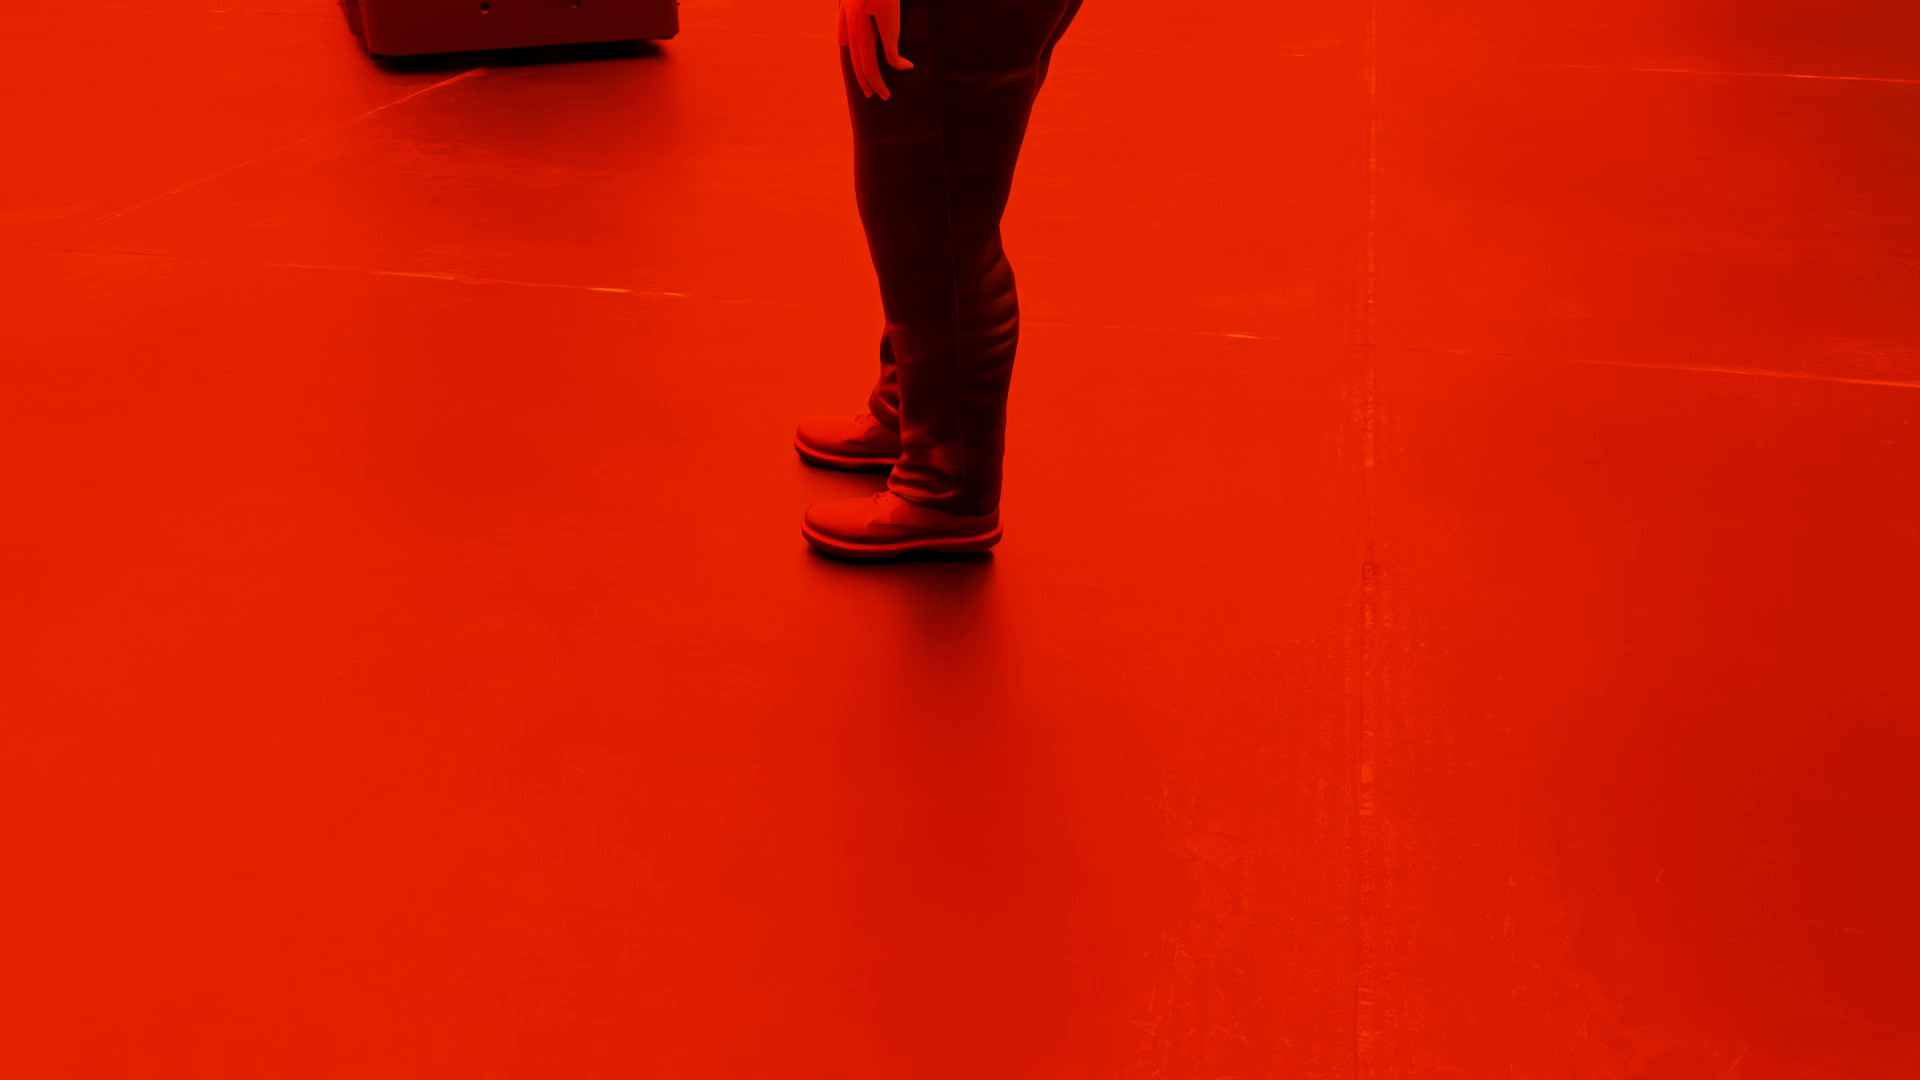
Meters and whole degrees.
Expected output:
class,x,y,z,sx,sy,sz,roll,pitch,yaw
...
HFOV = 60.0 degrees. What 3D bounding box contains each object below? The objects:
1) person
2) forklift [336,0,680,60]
class,x,y,z,sx,sy,sz,roll,pitch,yaw
person,-0.083,-0.755,2.167,0.501,1.638,0.598,6,27,11
forklift,-2.019,-3.562,6.306,1.130,2.935,3.031,-10,29,-20
